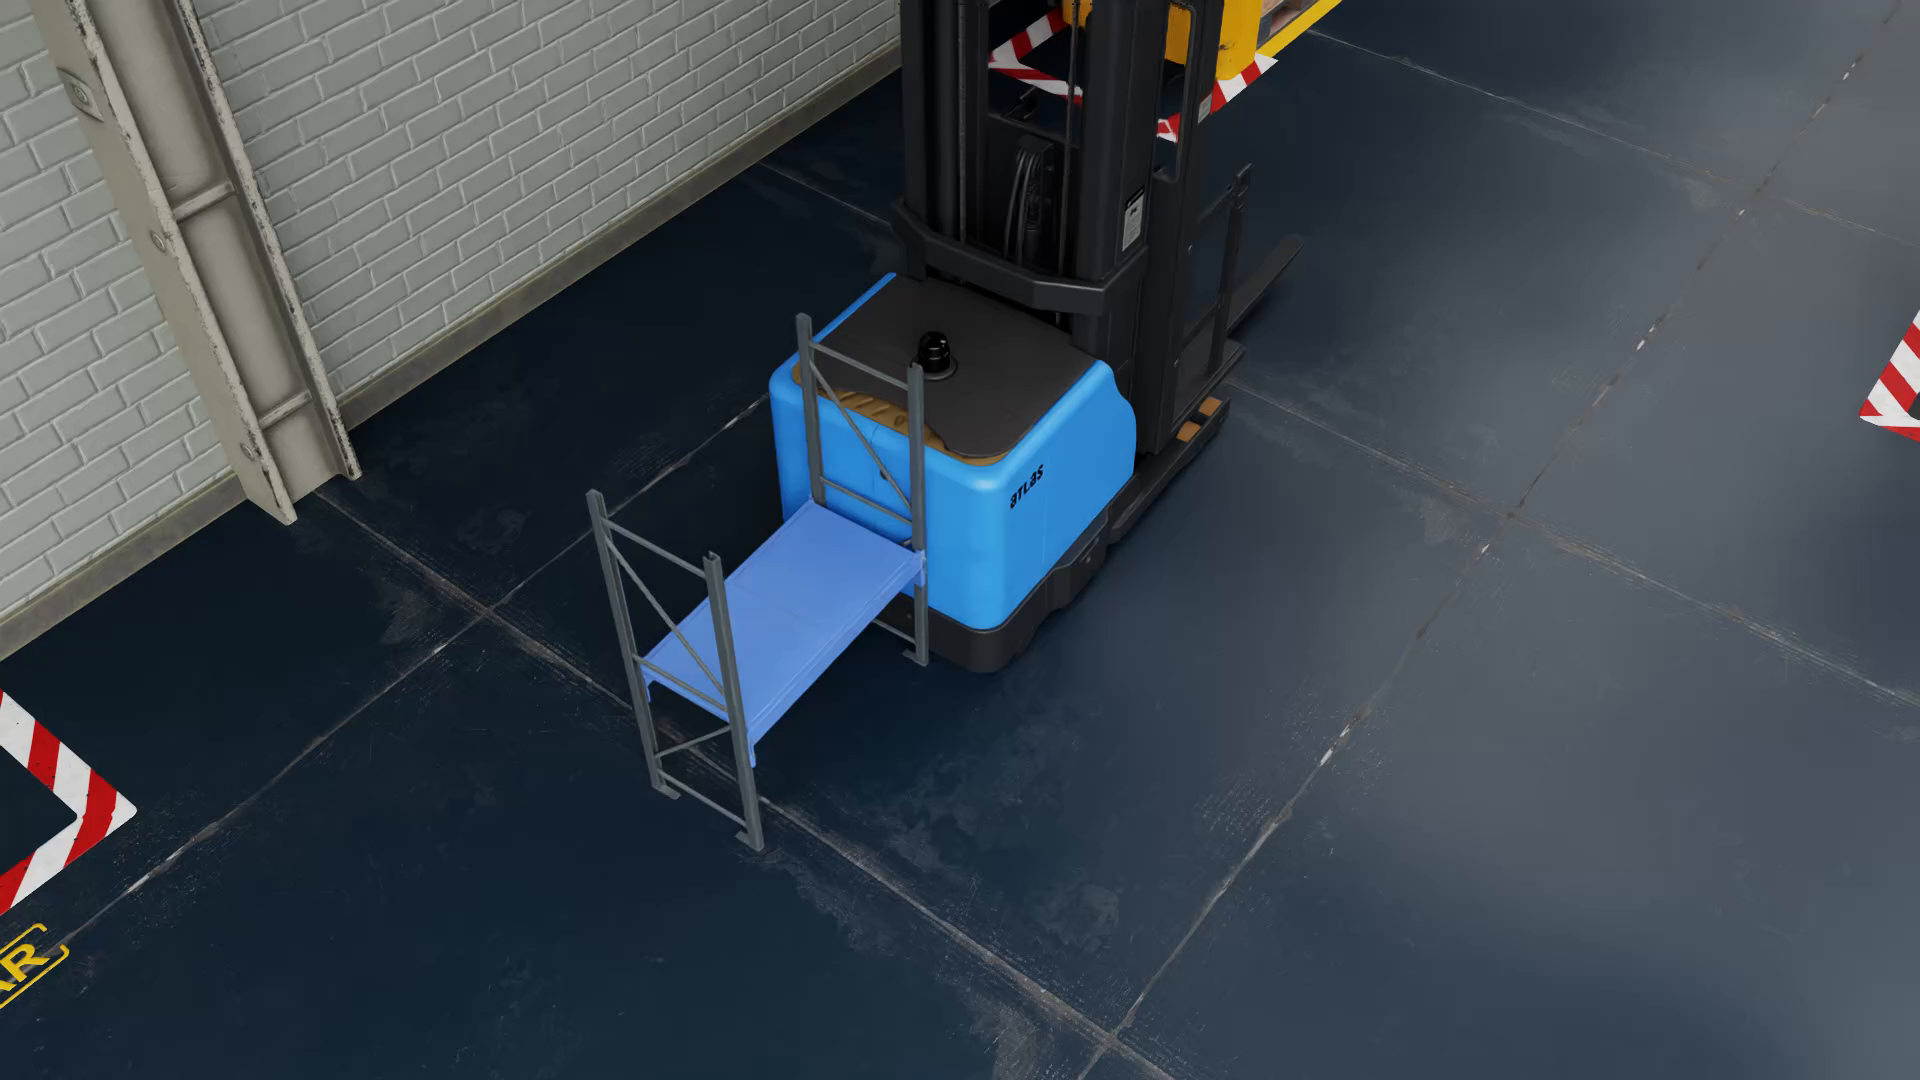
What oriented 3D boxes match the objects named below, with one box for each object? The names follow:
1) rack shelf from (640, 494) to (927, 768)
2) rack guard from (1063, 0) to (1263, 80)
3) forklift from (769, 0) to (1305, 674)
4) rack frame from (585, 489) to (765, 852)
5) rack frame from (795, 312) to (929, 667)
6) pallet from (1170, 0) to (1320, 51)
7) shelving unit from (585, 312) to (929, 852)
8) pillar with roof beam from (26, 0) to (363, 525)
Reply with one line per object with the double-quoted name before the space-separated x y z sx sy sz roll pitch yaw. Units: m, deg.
"rack shelf" -0.620 0.293 5.846 0.538 0.185 1.000 26 52 23
"rack guard" 1.150 -3.107 9.537 1.175 0.500 0.348 29 53 25
"forklift" 0.533 -1.542 6.361 1.130 2.935 3.031 26 52 23
"rack frame" -0.906 0.473 5.426 0.500 1.500 0.032 26 52 23
"rack frame" -0.335 -0.135 6.007 0.500 1.500 0.032 26 52 23
"pallet" 1.675 -3.457 10.071 1.003 0.211 1.213 29 53 25
"shelving unit" -0.620 0.169 5.716 0.538 1.500 1.048 26 52 23
"pillar with roof beam" 0.585 -1.446 2.073 9.100 9.000 0.400 29 53 25
